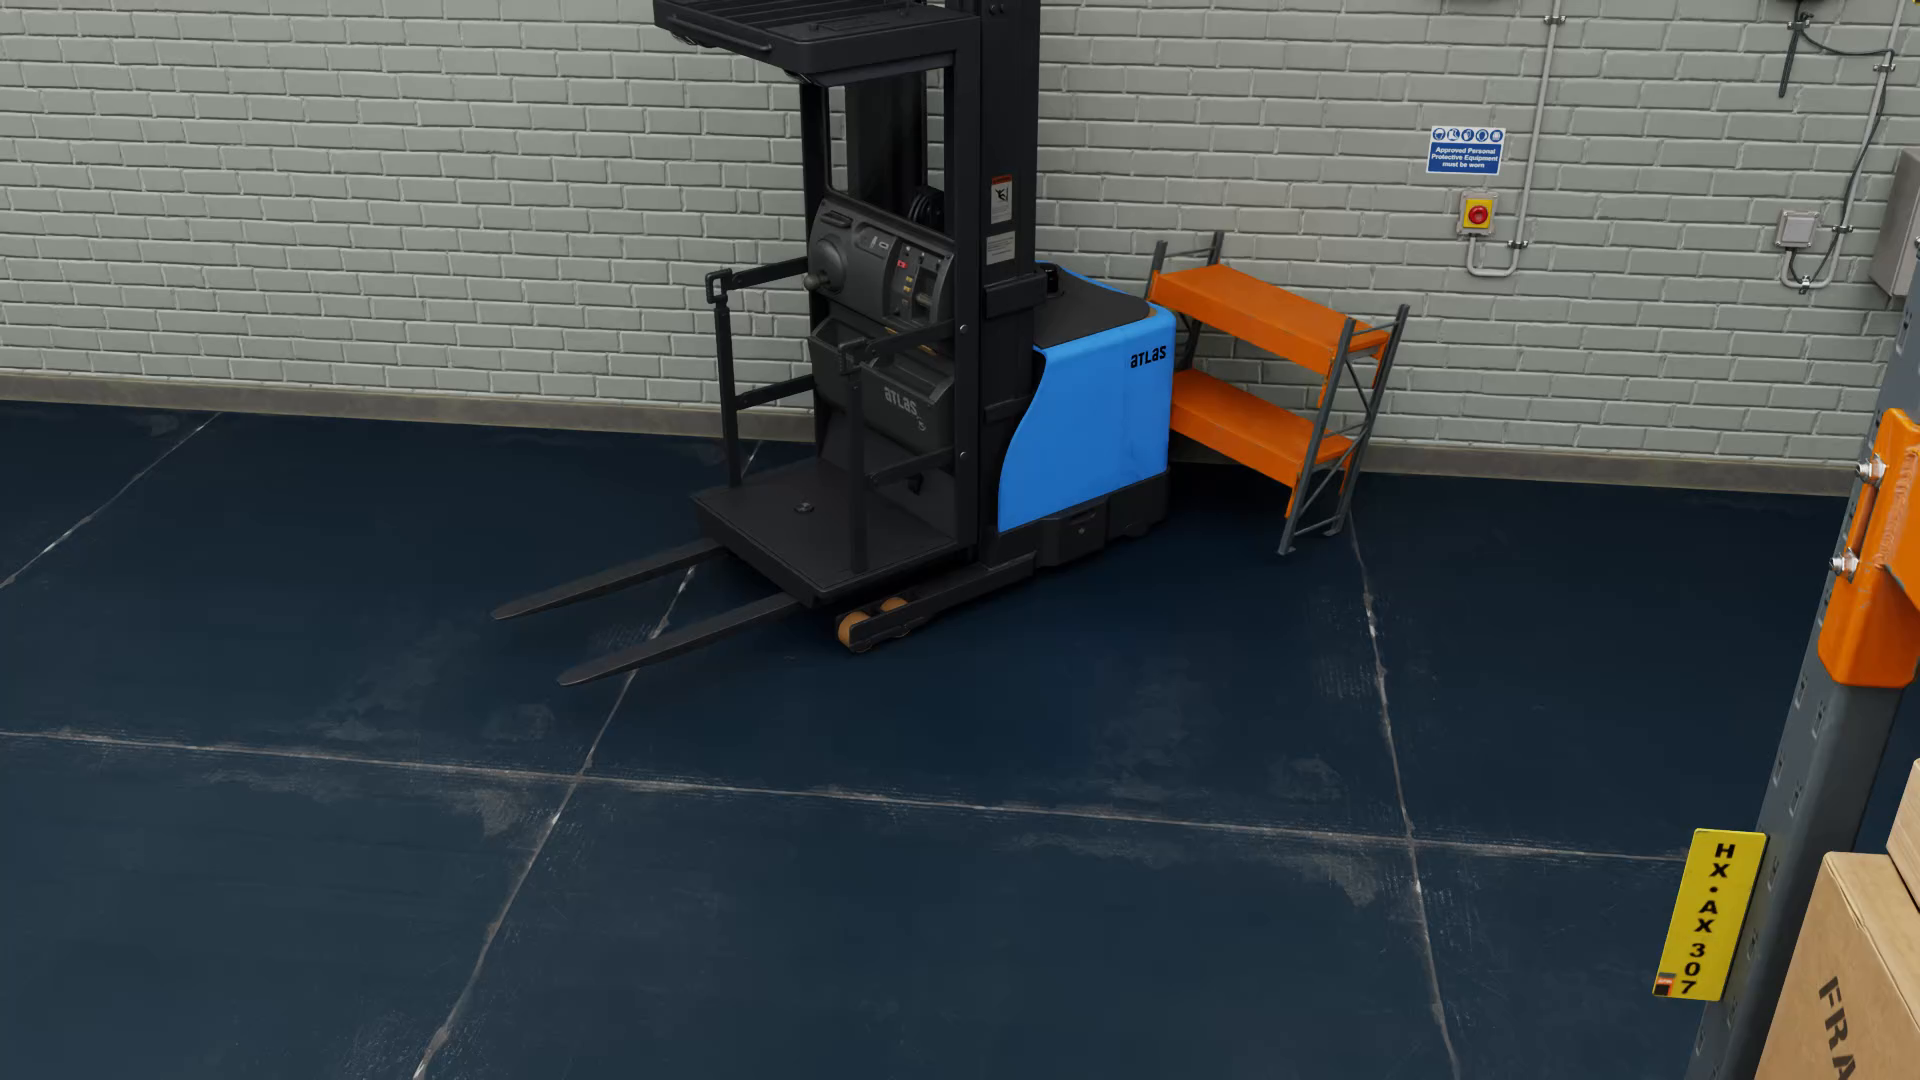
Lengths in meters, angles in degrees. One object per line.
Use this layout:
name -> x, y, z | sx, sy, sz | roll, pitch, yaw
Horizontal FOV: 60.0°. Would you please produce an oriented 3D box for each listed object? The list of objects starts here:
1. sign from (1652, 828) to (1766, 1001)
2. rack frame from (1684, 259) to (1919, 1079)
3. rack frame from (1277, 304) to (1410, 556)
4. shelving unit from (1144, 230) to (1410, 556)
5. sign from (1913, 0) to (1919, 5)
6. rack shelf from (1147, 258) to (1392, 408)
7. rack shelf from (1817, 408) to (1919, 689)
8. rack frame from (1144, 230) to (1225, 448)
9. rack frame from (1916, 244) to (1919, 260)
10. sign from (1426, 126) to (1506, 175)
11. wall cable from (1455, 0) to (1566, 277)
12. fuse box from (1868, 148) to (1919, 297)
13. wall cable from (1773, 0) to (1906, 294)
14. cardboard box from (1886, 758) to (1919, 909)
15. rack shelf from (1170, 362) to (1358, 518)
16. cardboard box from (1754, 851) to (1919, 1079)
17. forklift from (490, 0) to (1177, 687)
sign -> 1.136, 0.573, 2.527 | 0.100, 0.325, 0.005 | 3, 28, 6
rack frame -> 1.686, 1.024, 2.686 | 1.000, 3.000, 0.127 | 3, 28, 6
rack frame -> 1.704, -0.486, 7.397 | 0.032, 1.125, 0.500 | 31, 33, 34
shelving unit -> 1.342, -0.701, 7.682 | 1.048, 1.125, 0.538 | 31, 33, 34
sign -> 1.136, -0.751, 1.814 | 0.100, 0.325, 0.005 | 3, 28, 6
rack shelf -> 1.392, -0.958, 7.552 | 1.000, 0.278, 0.538 | 31, 33, 34
rack shelf -> 1.441, 0.962, 0.398 | 1.077, 0.370, 4.000 | 3, 28, 6
rack frame -> 0.980, -0.915, 7.967 | 0.032, 1.125, 0.500 | 31, 33, 34
rack frame -> 1.686, -1.617, 1.263 | 1.000, 3.000, 0.127 | 3, 28, 6
sign -> 2.314, -1.782, 7.610 | 0.327, 0.218, 0.001 | 3, 28, 6
wall cable -> 2.354, -2.092, 7.367 | 0.585, 1.953, 0.123 | 3, 28, 6
fuse box -> 4.421, -0.873, 7.567 | 0.539, 1.711, 0.414 | 3, 28, 6
wall cable -> 3.763, -2.002, 7.232 | 0.588, 1.984, 0.122 | 3, 28, 6
cardboard box -> 1.368, 0.406, 1.991 | 0.380, 0.149, 0.250 | 4, 29, 7
rack shelf -> 1.301, -0.486, 7.791 | 1.000, 0.278, 0.538 | 31, 33, 34
cardboard box -> 1.345, 0.749, 2.037 | 0.500, 0.500, 0.500 | 3, 28, 5
forklift -> -0.500, -1.108, 6.717 | 3.031, 2.935, 1.130 | -20, 34, -32
